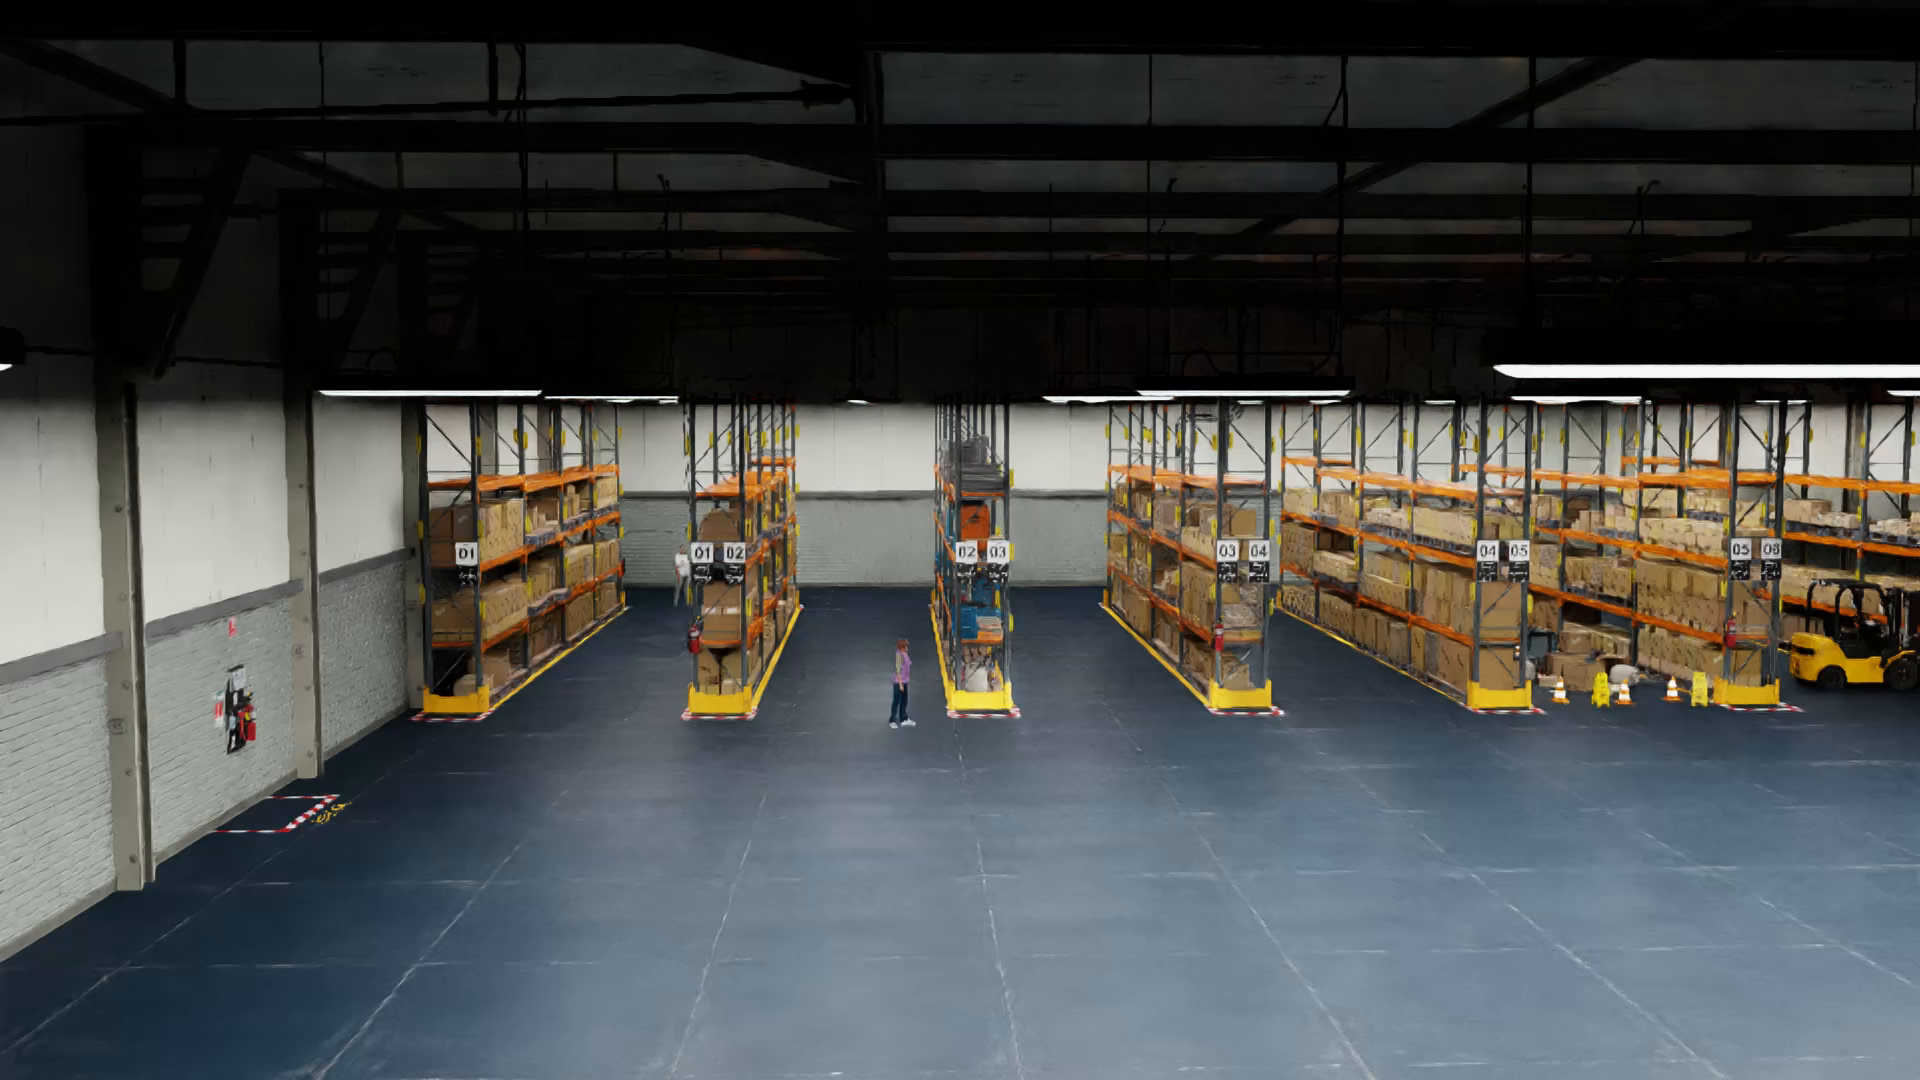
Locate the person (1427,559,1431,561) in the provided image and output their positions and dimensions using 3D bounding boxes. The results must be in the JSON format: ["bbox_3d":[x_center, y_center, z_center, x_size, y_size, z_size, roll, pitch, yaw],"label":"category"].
[{"bbox_3d":[12.082,1.377,43.078,0.580,1.763,0.673,2,5,26],"label":"person"}]

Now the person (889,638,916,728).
[{"bbox_3d":[-1.051,2.545,29.675,0.392,1.588,0.510,1,5,18],"label":"person"}]

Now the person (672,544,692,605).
[{"bbox_3d":[-7.991,0.992,47.966,0.518,1.757,0.728,2,5,28],"label":"person"}]

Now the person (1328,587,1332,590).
[{"bbox_3d":[11.048,0.857,49.791,0.496,1.787,0.632,-4,6,-39],"label":"person"}]
